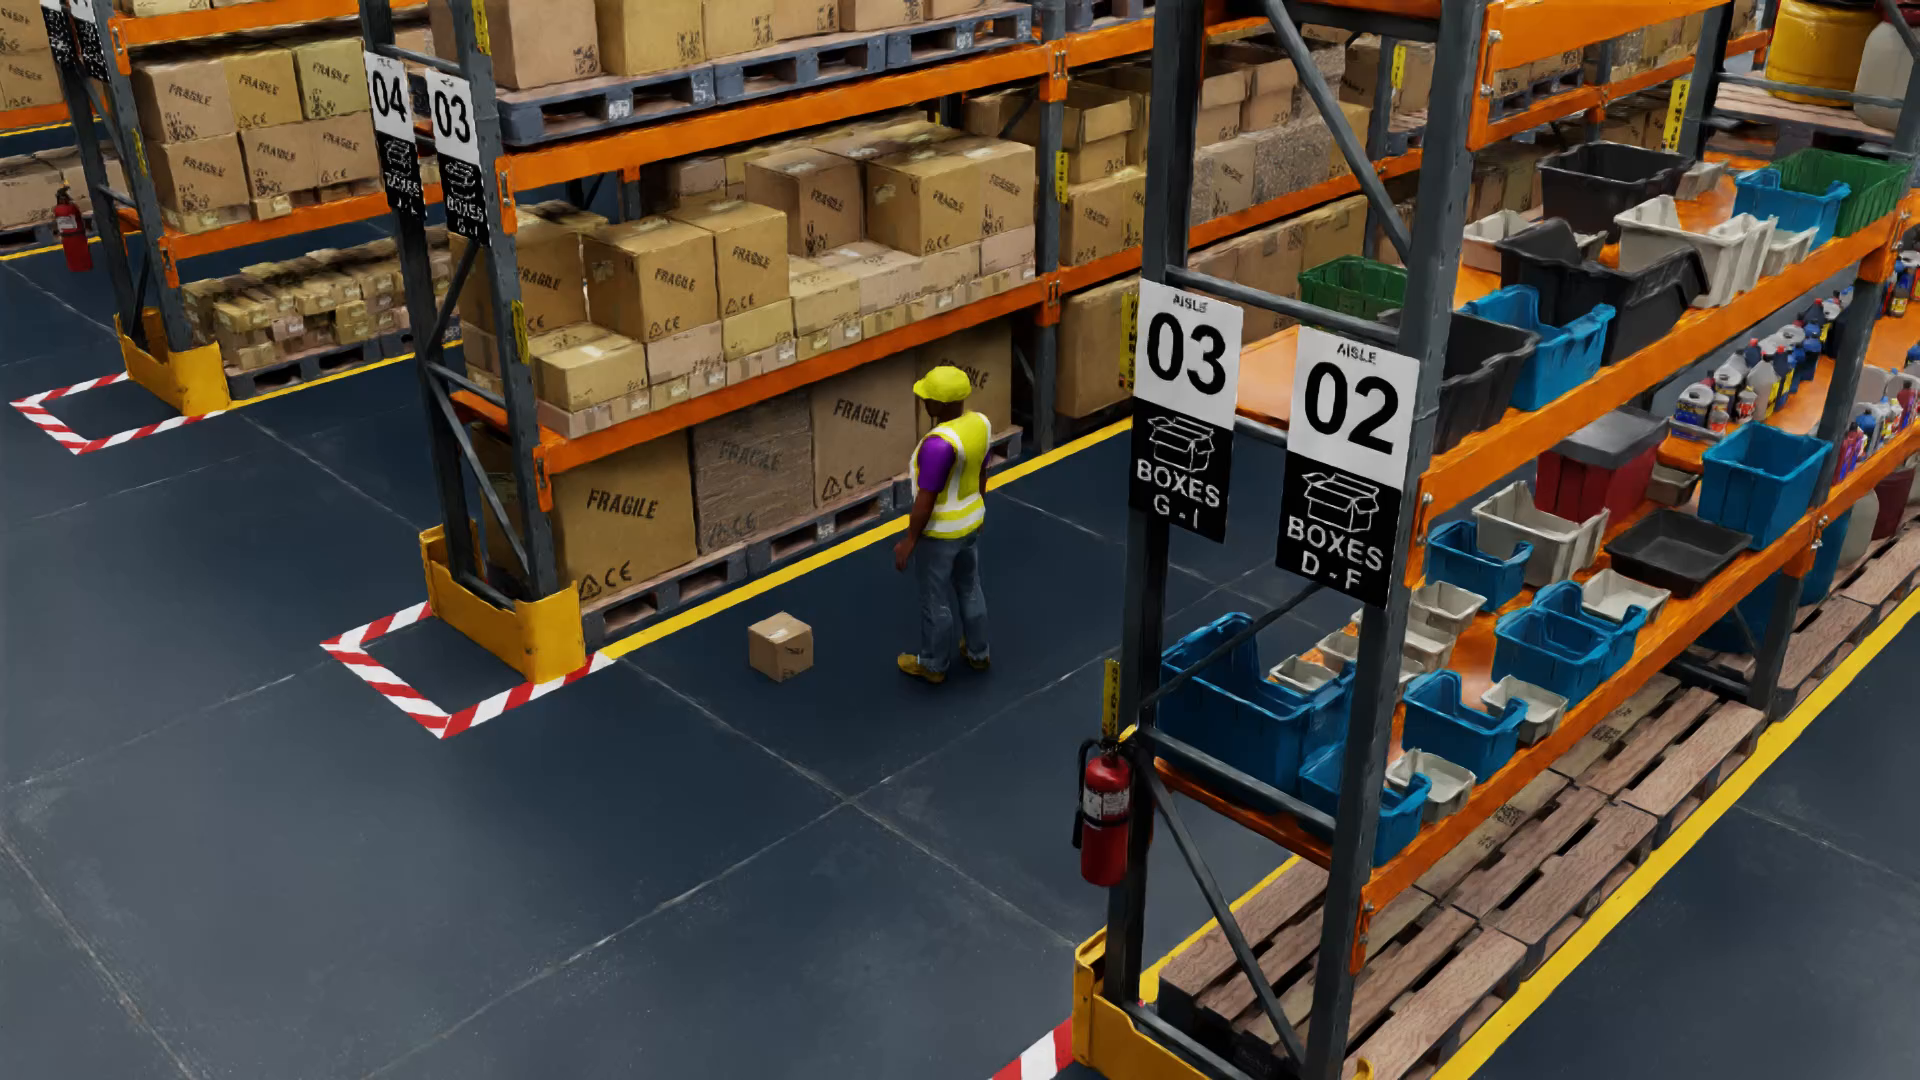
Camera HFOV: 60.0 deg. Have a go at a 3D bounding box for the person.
[{"bbox_3d":[-0.107,-0.080,8.693,0.445,1.770,0.690,15,31,26],"label":"person"}]
